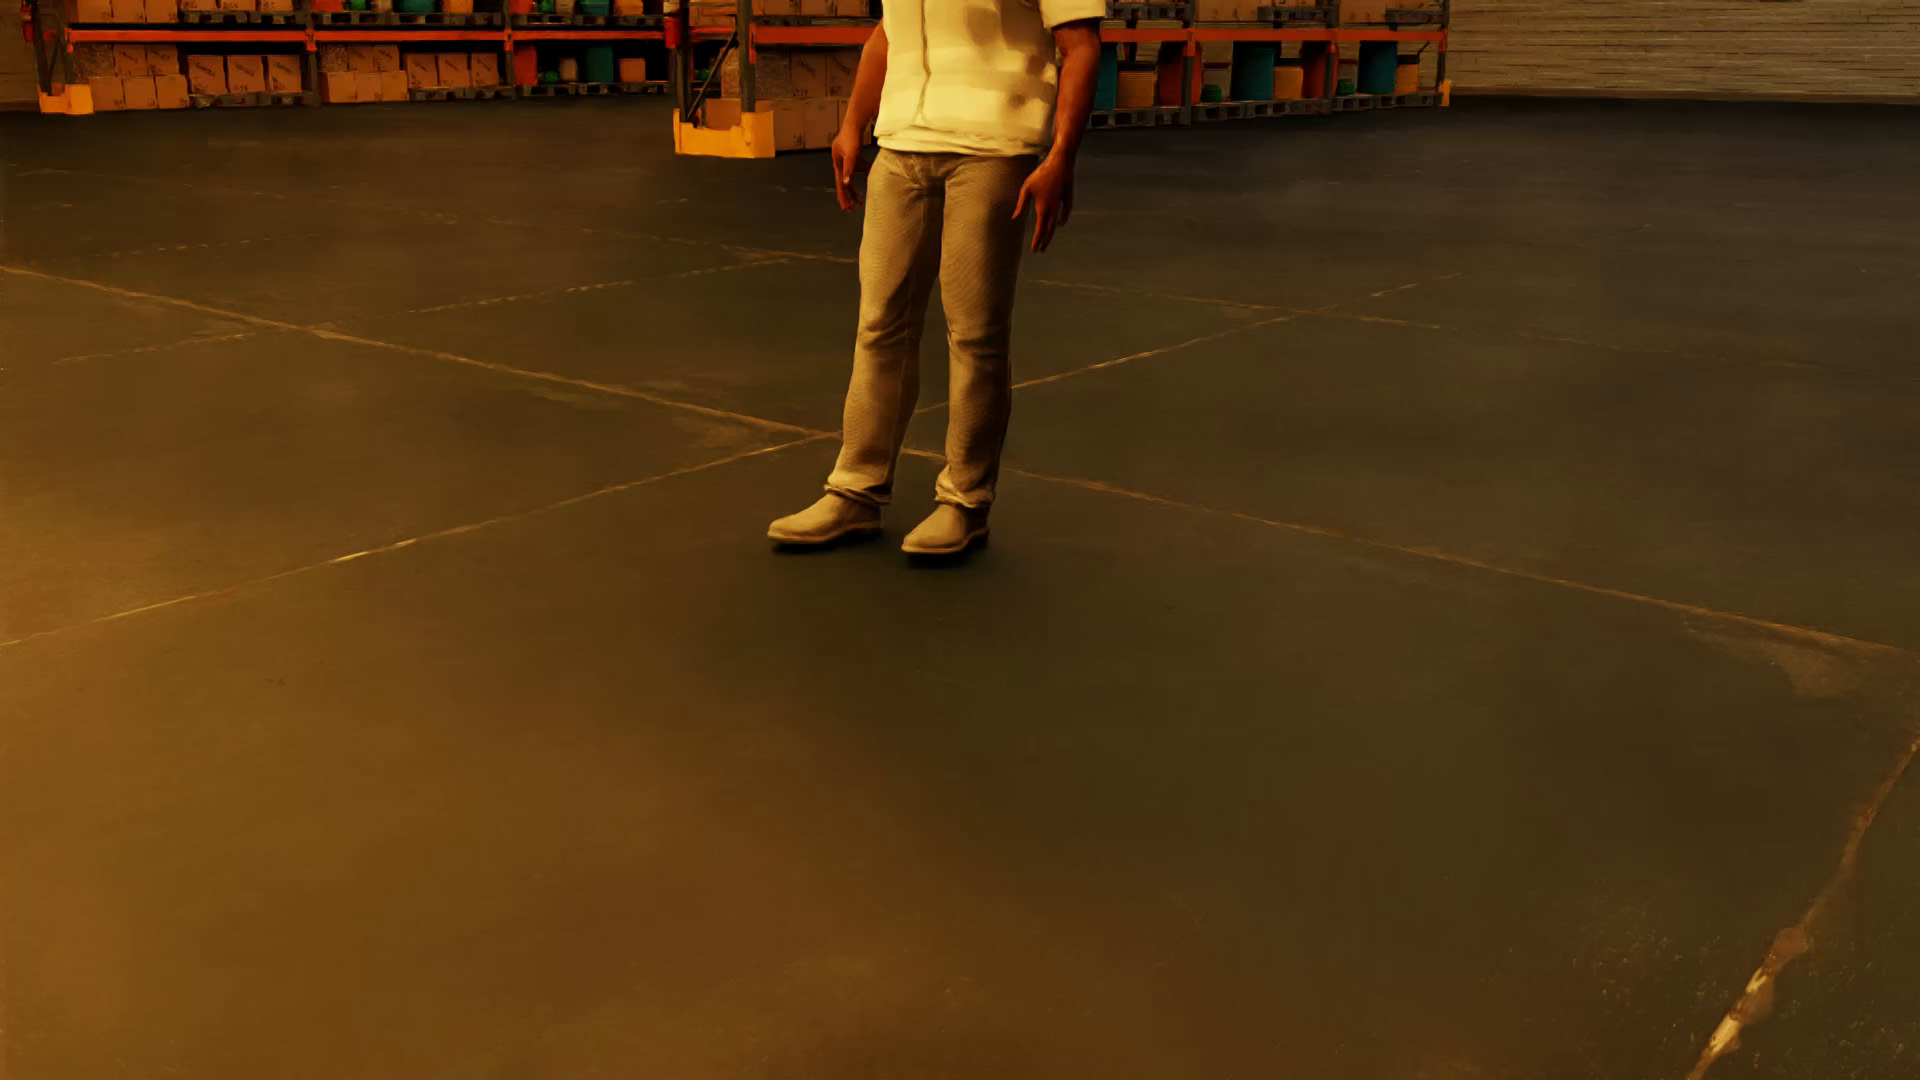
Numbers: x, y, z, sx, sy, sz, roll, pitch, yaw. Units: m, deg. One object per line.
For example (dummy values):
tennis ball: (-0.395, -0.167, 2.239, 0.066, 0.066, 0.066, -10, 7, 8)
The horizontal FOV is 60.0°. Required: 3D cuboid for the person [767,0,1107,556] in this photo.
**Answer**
person: (-0.048, -0.834, 3.636, 0.665, 1.760, 0.576, 13, 21, 37)
